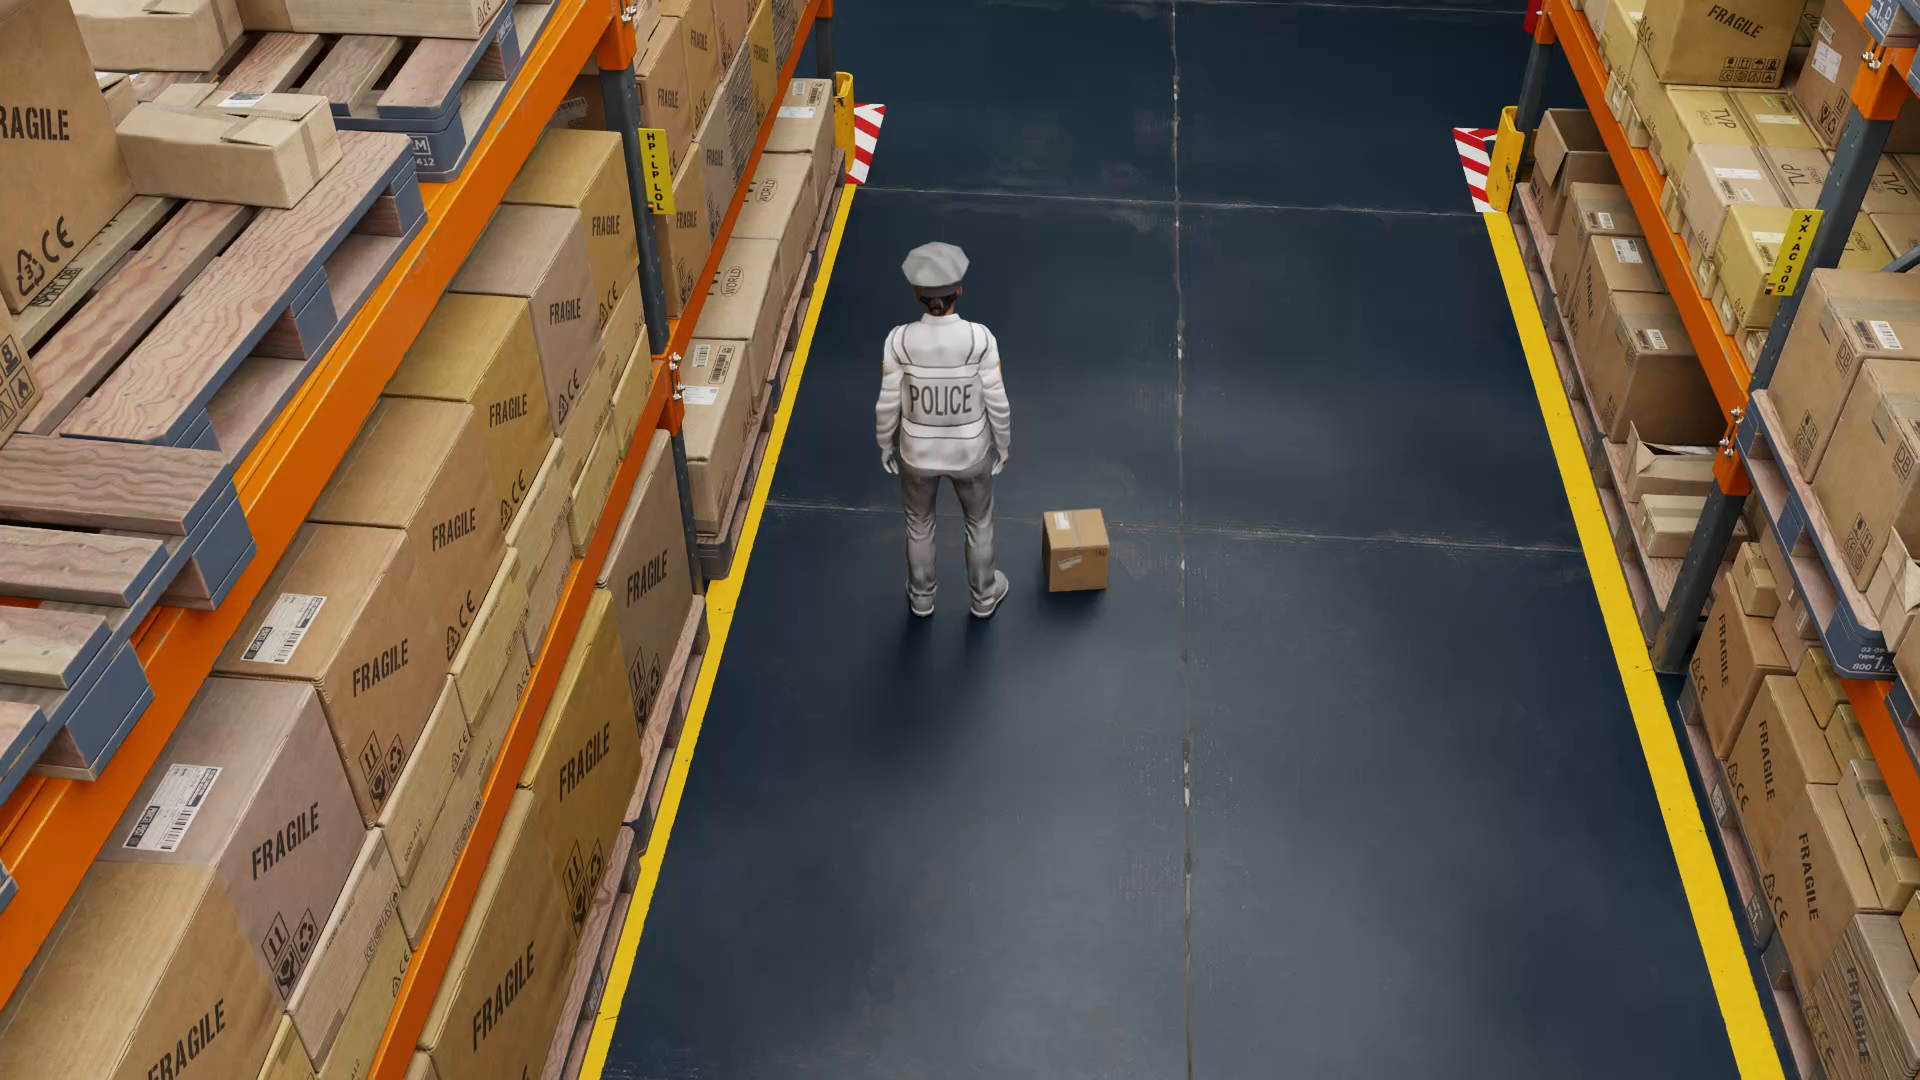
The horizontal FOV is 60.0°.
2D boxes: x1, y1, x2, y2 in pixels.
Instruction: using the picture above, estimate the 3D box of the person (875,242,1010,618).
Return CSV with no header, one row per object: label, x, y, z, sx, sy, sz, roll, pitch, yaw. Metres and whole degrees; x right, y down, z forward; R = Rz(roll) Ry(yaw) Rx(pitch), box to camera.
person,-0.062,-0.378,6.601,0.535,1.662,0.344,1,40,2
